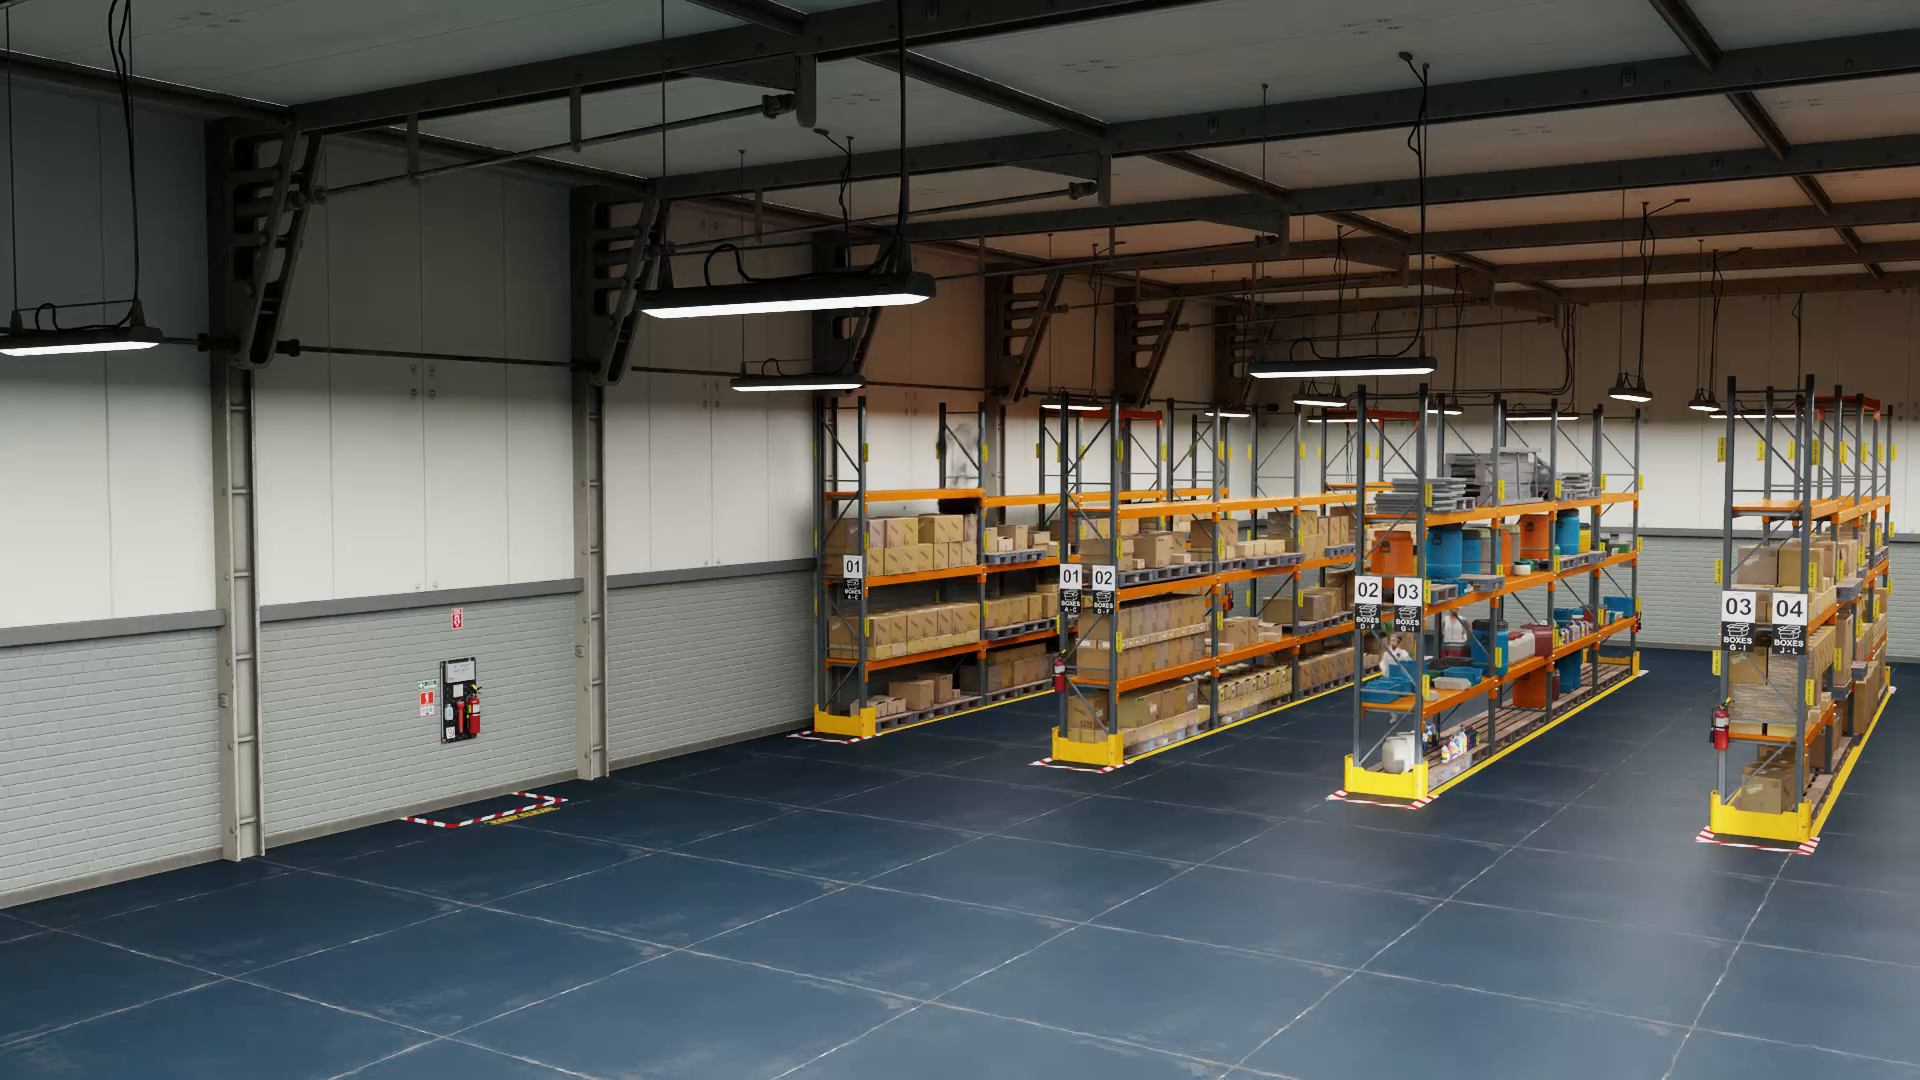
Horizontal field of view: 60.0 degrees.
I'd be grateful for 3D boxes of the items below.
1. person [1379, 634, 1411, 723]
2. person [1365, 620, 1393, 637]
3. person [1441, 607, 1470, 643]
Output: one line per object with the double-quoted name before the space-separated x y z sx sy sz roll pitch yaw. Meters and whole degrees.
"person" 8.034 2.563 30.855 0.566 1.658 0.548 2 4 37
"person" 10.605 1.903 41.931 0.673 1.813 0.983 -2 4 -34
"person" 10.451 2.224 35.282 0.657 1.776 0.968 1 3 23
